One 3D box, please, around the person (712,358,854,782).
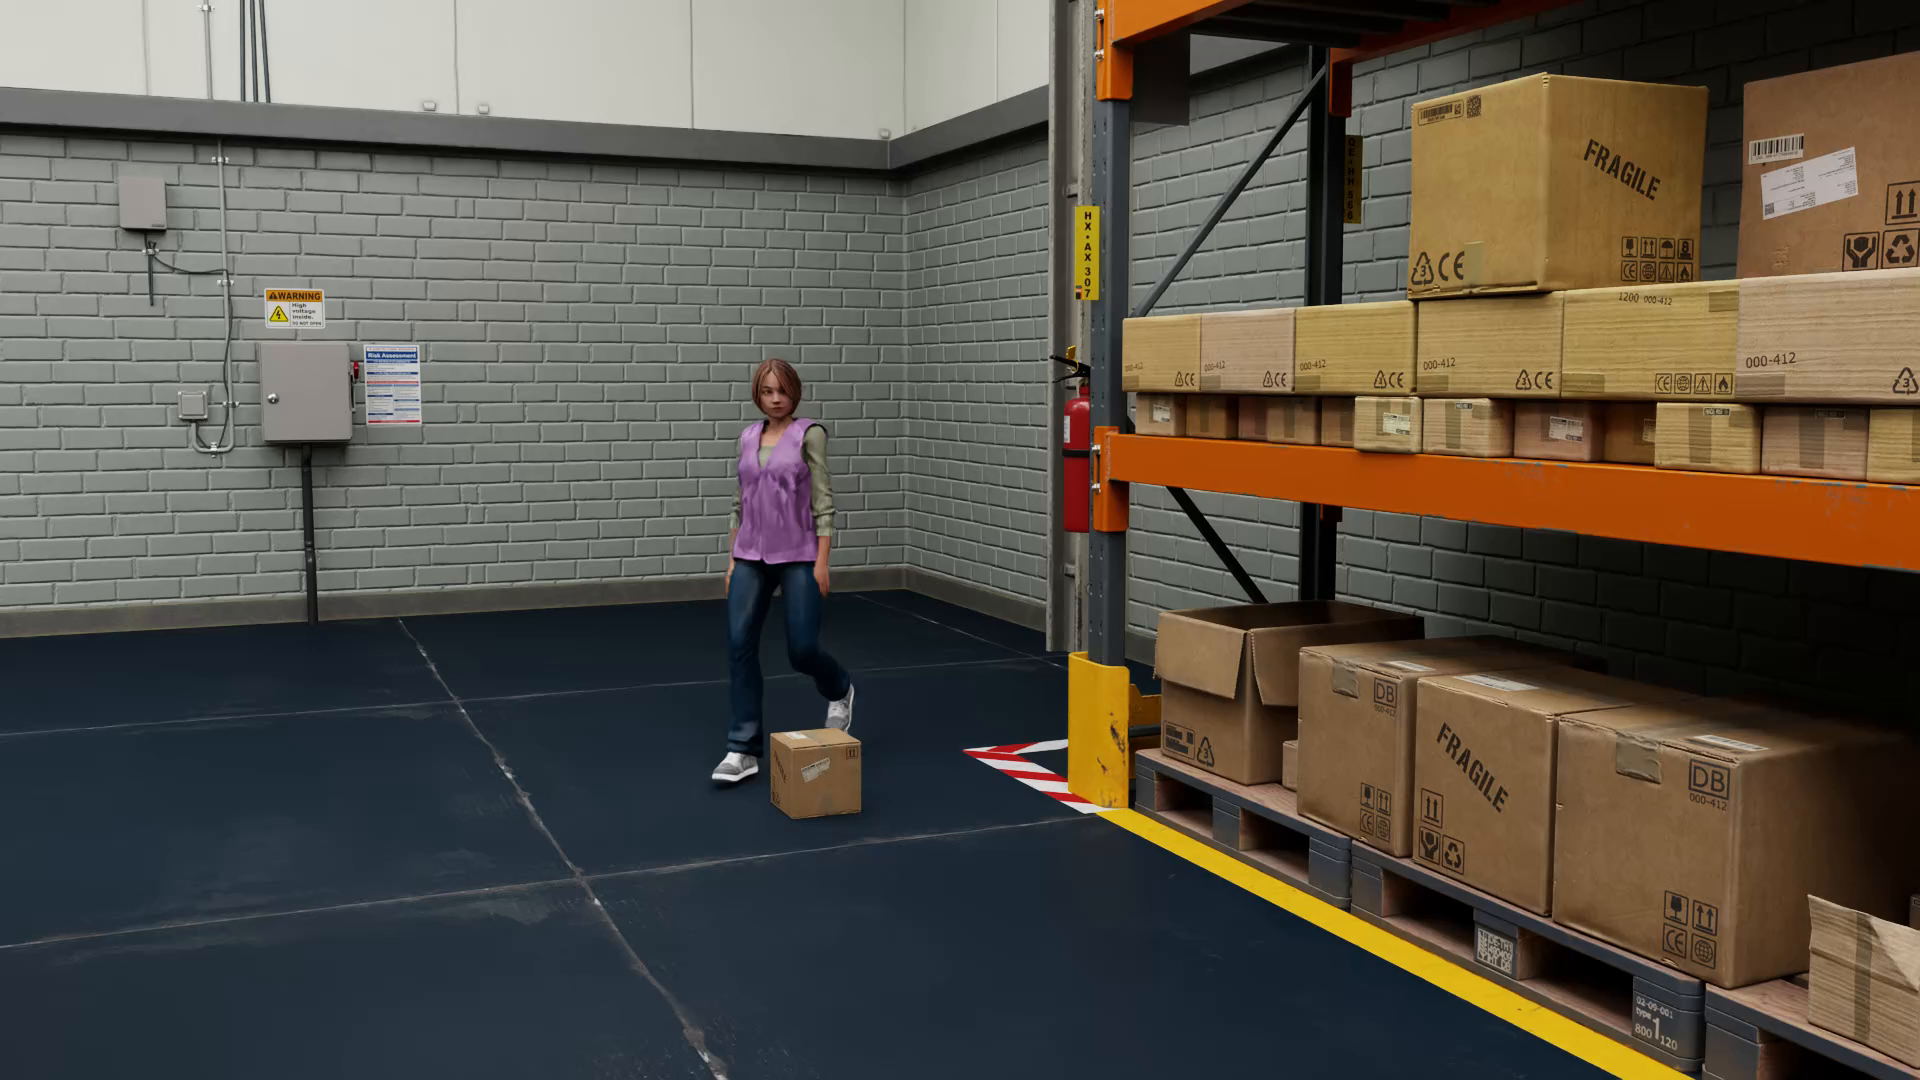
[{"bbox_3d":[-0.698,0.097,6.313,0.438,1.544,0.762,2,6,20],"label":"person"}]
